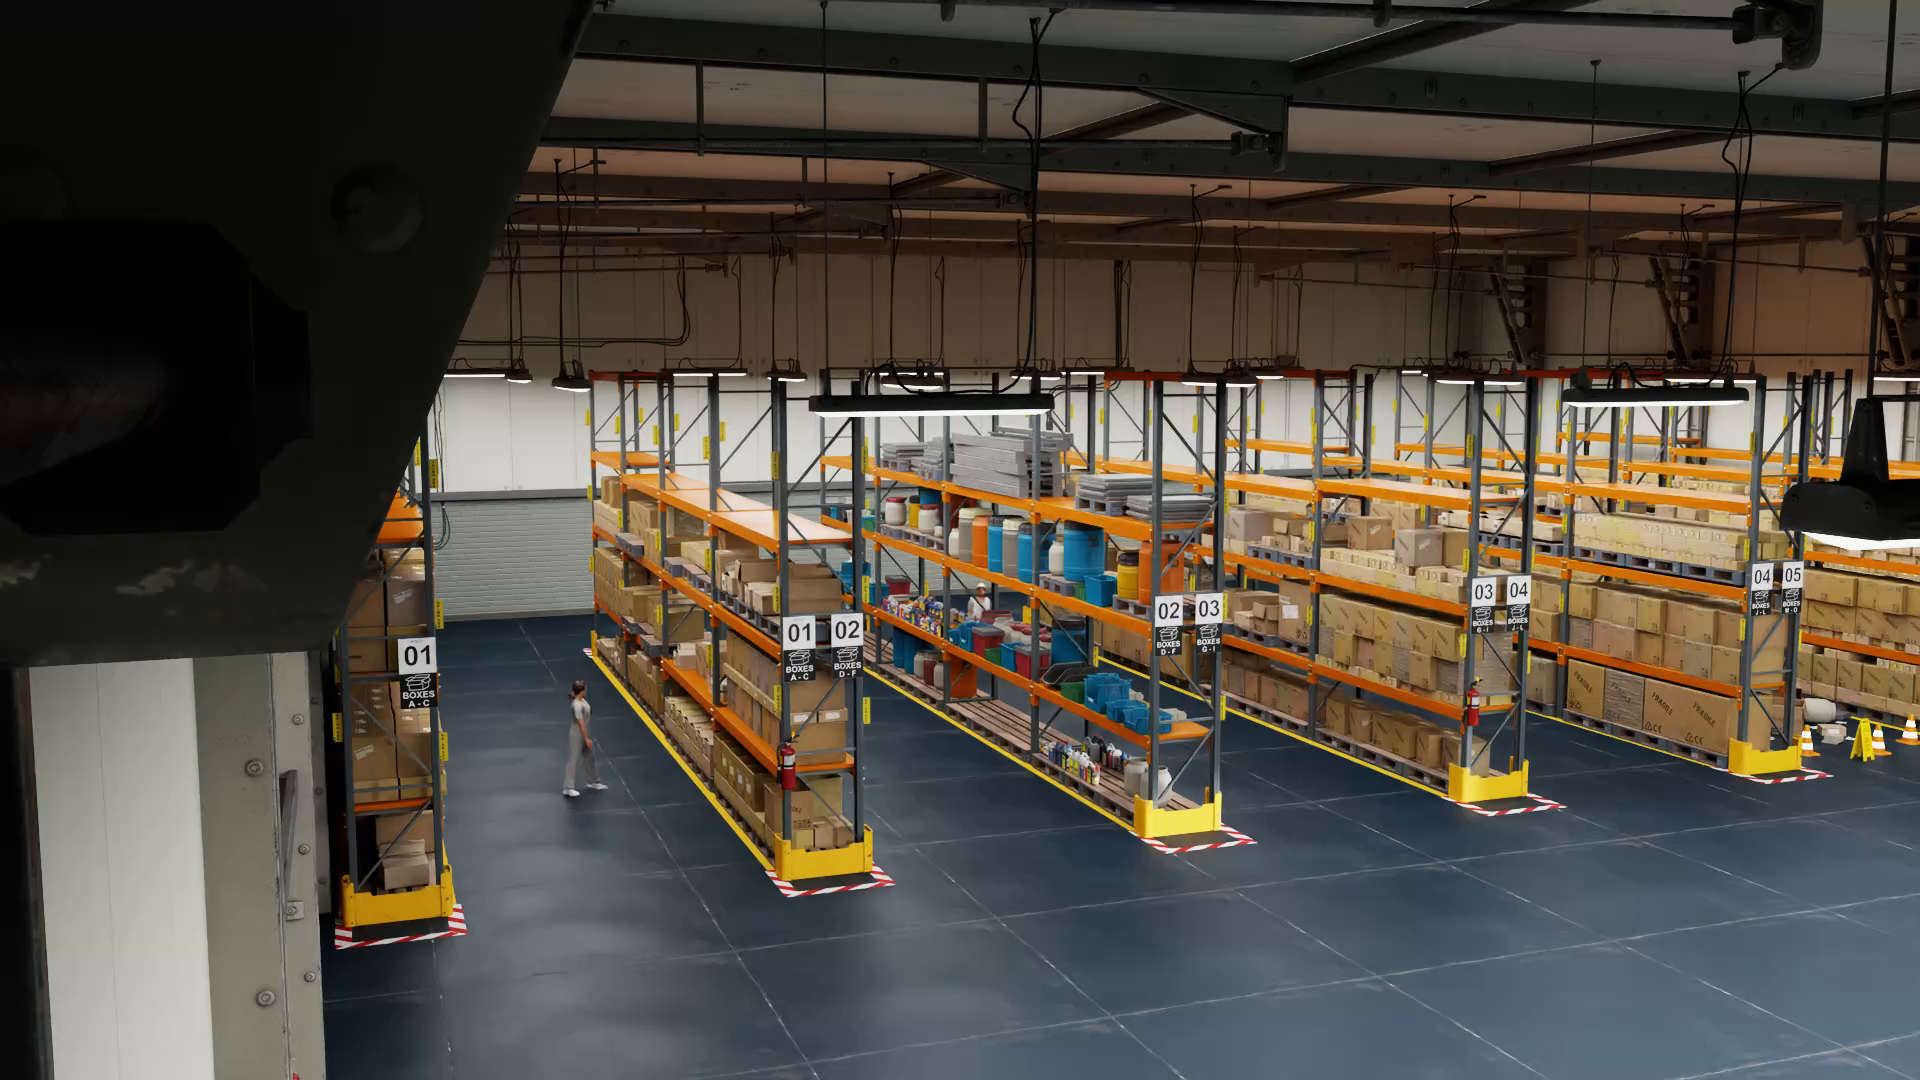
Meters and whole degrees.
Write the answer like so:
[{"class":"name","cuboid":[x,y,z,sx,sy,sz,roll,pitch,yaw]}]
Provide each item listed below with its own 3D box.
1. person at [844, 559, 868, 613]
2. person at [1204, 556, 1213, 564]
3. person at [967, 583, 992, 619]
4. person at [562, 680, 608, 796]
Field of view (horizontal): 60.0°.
[{"class":"person","cuboid":[-2.480,0.947,40.781,0.662,1.652,0.484,2,7,15]},{"class":"person","cuboid":[6.372,0.783,41.912,0.647,1.749,0.898,5,8,38]},{"class":"person","cuboid":[0.411,1.707,33.519,0.633,1.681,1.035,-4,8,-32]},{"class":"person","cuboid":[-5.443,2.841,24.000,0.544,1.696,0.617,0,6,3]}]
